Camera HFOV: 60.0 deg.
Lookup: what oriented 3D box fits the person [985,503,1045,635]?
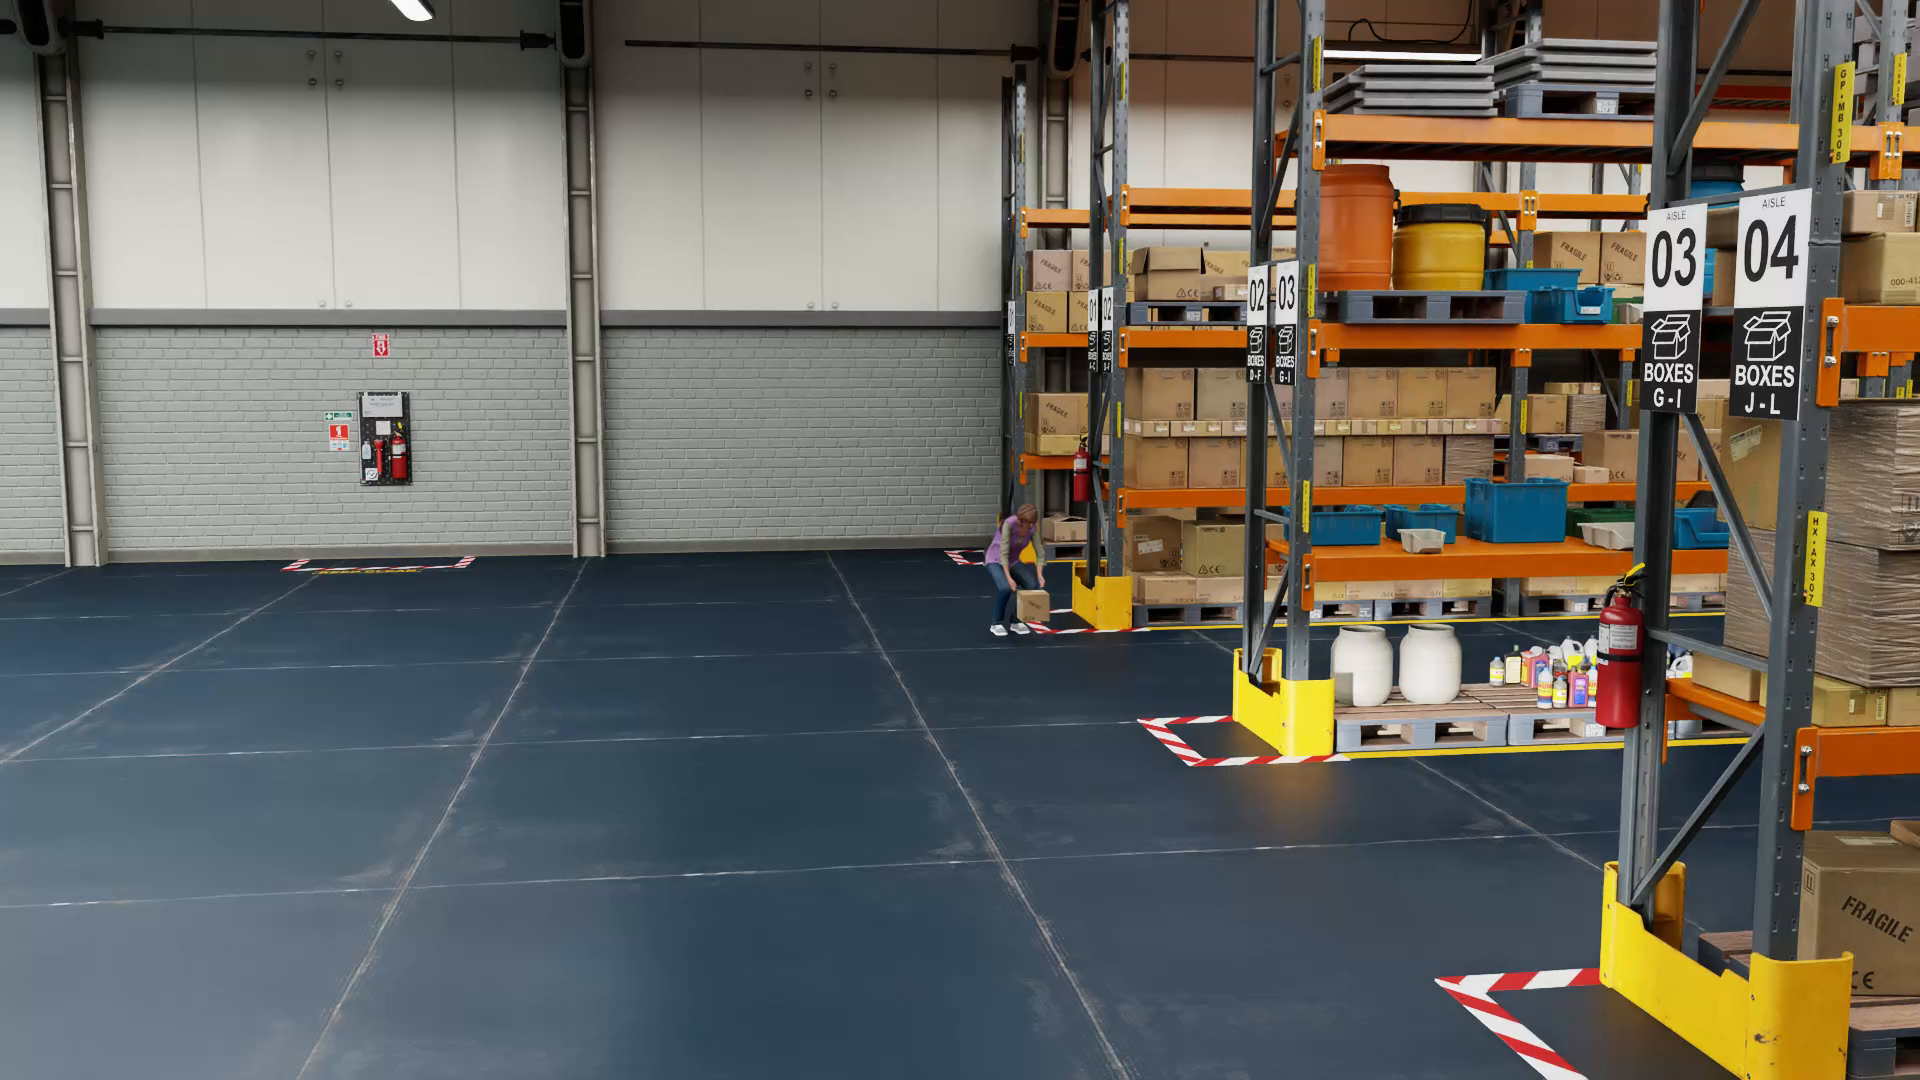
[{"bbox_3d":[0.517,0.258,15.367,0.463,1.245,0.685,-3,7,-25],"label":"person"}]
